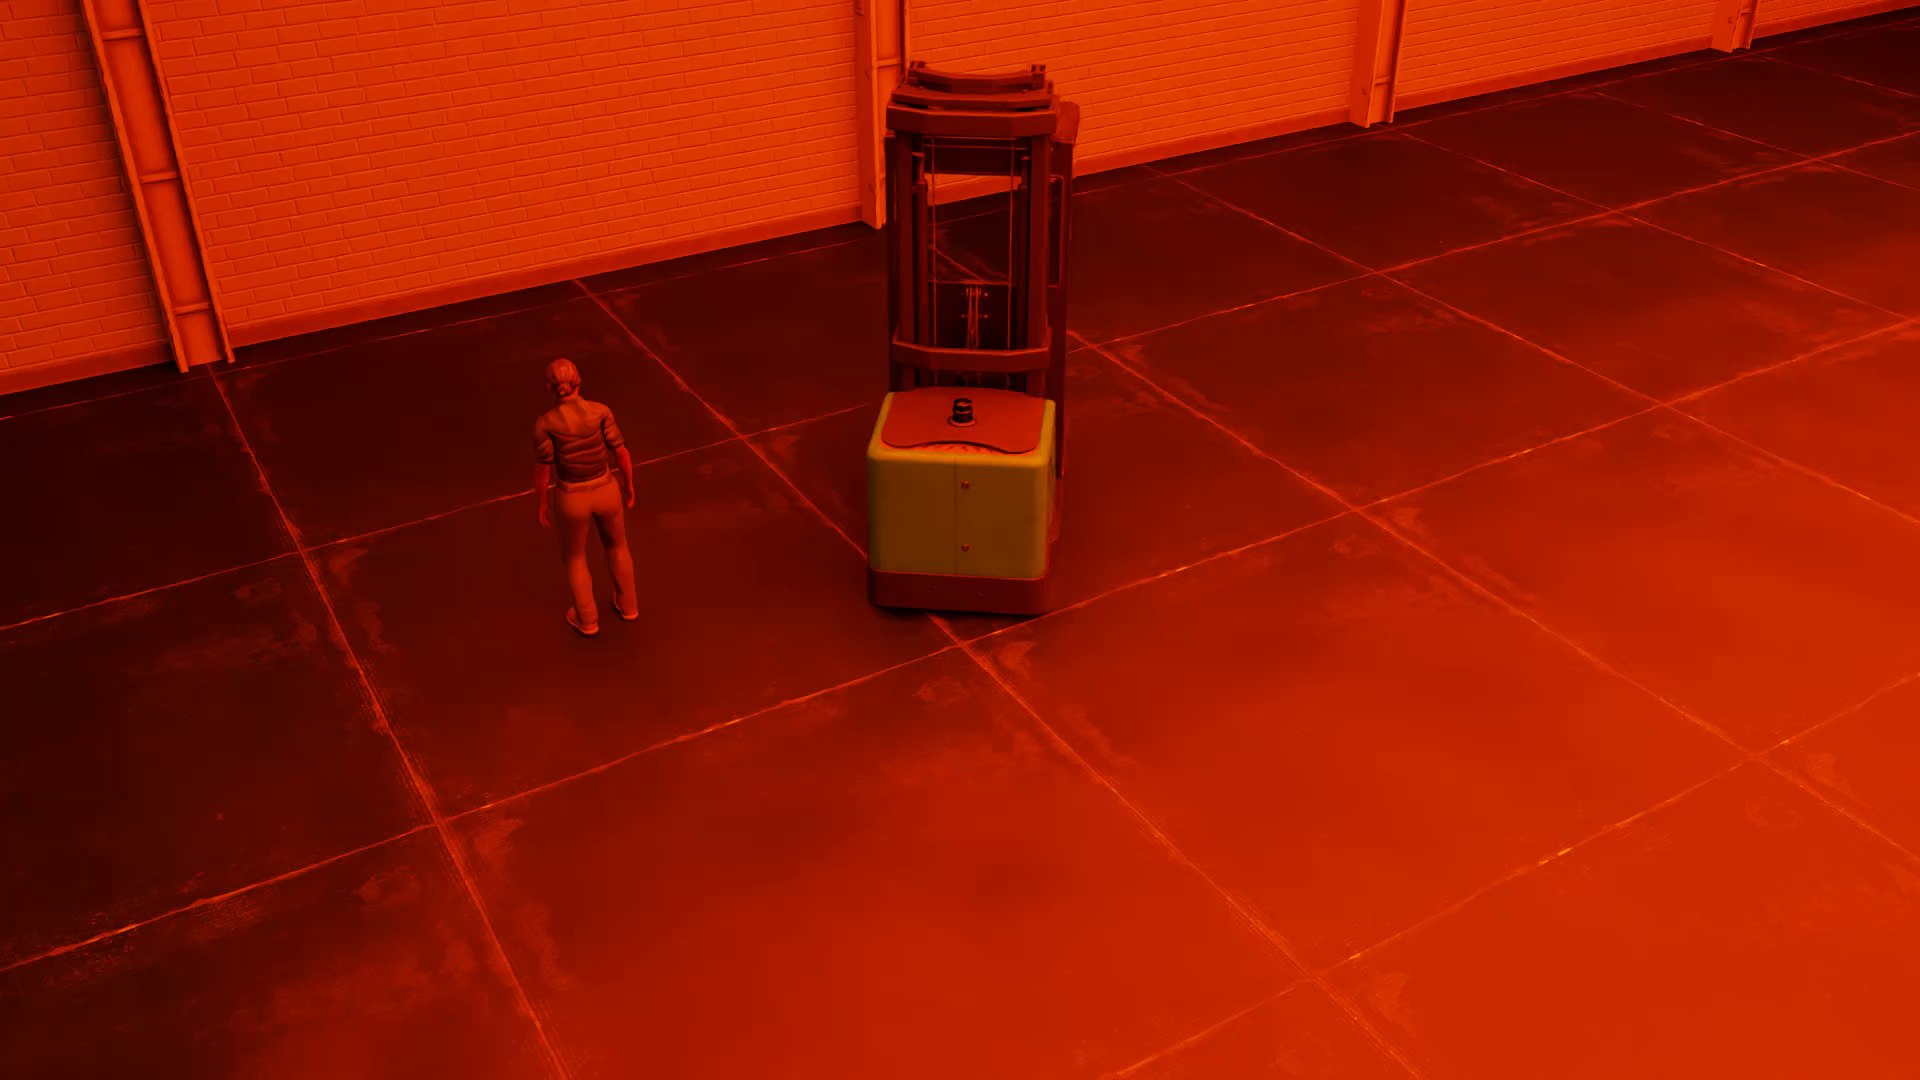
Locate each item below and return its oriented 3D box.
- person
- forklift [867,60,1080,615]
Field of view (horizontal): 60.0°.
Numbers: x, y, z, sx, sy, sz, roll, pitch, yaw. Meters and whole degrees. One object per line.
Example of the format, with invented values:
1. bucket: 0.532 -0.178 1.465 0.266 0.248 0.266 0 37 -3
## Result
1. person: -2.096 -0.245 9.304 0.553 1.652 0.377 -14 34 -22
2. forklift: 0.137 -1.558 10.249 1.130 2.935 3.031 3 31 5
